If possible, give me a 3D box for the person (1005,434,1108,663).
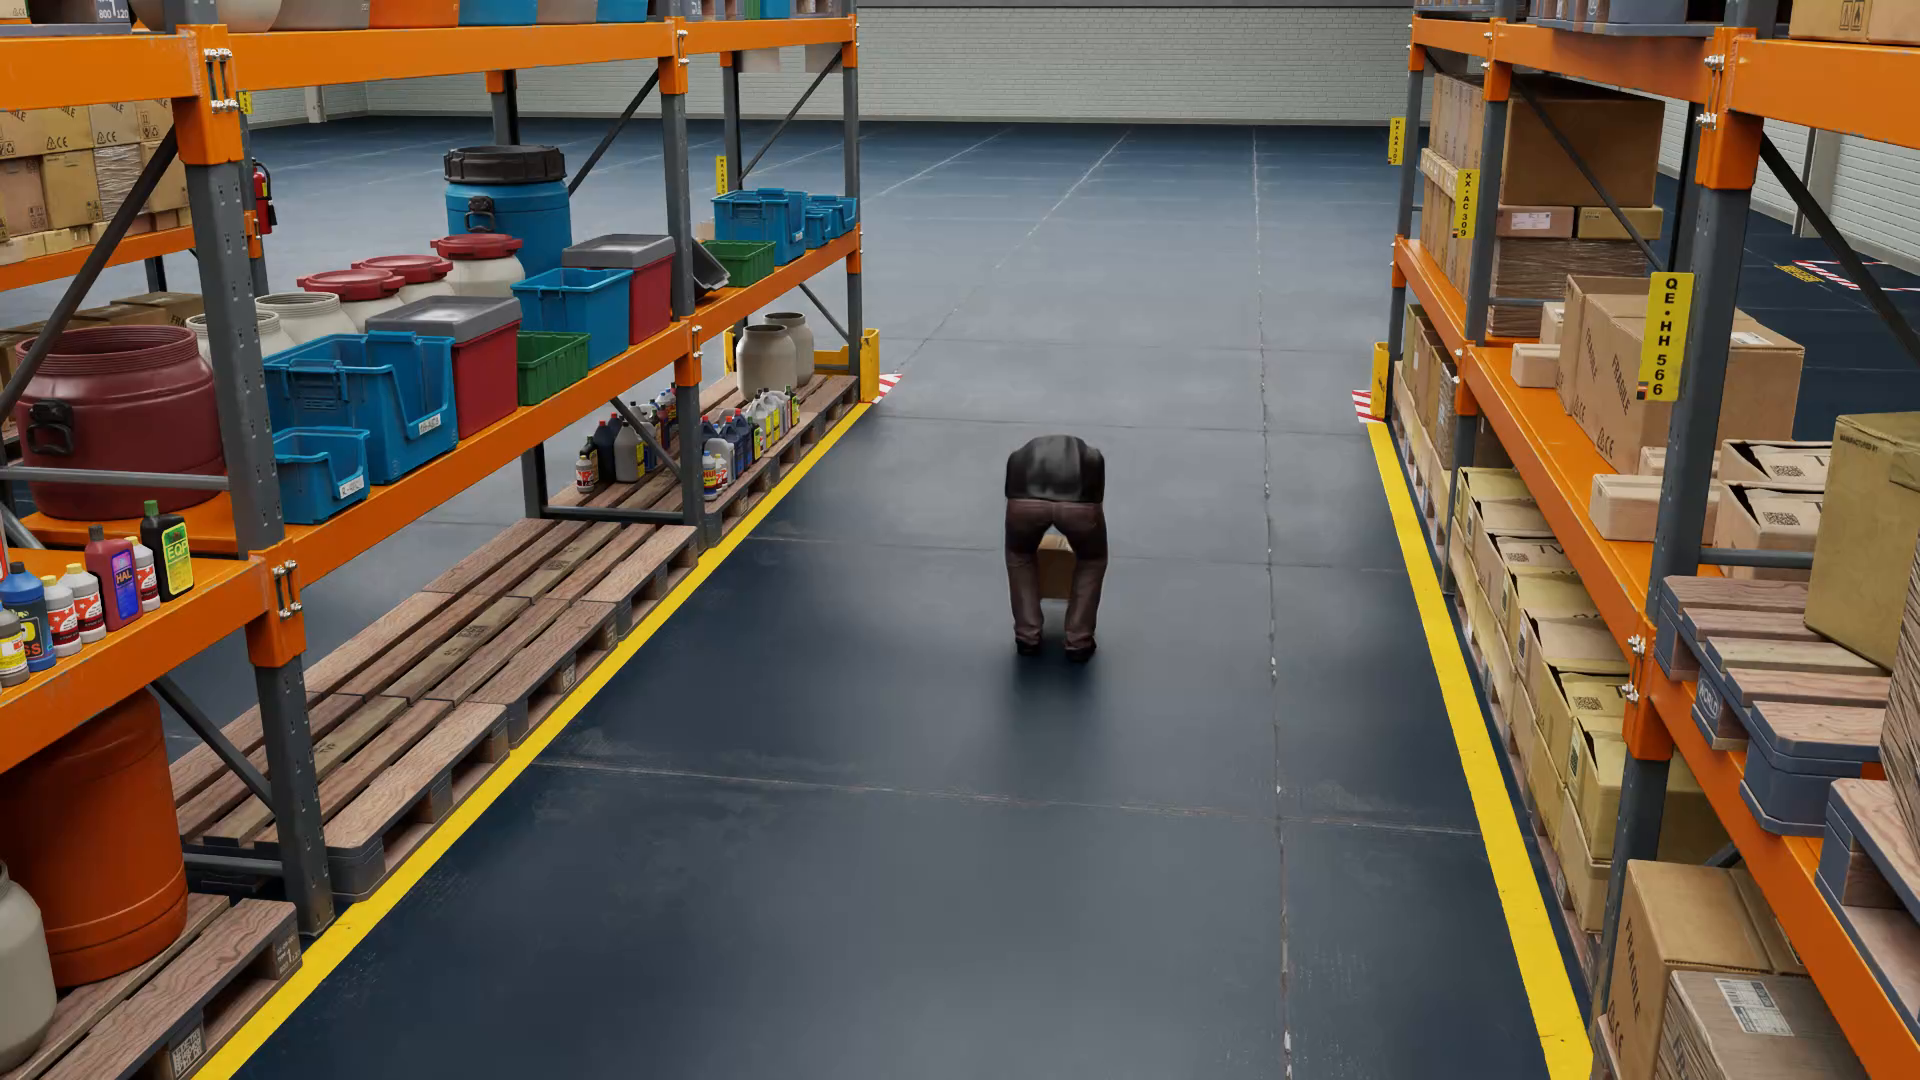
[{"bbox_3d":[0.456,-0.028,7.798,0.483,1.041,0.952,2,18,6],"label":"person"}]
